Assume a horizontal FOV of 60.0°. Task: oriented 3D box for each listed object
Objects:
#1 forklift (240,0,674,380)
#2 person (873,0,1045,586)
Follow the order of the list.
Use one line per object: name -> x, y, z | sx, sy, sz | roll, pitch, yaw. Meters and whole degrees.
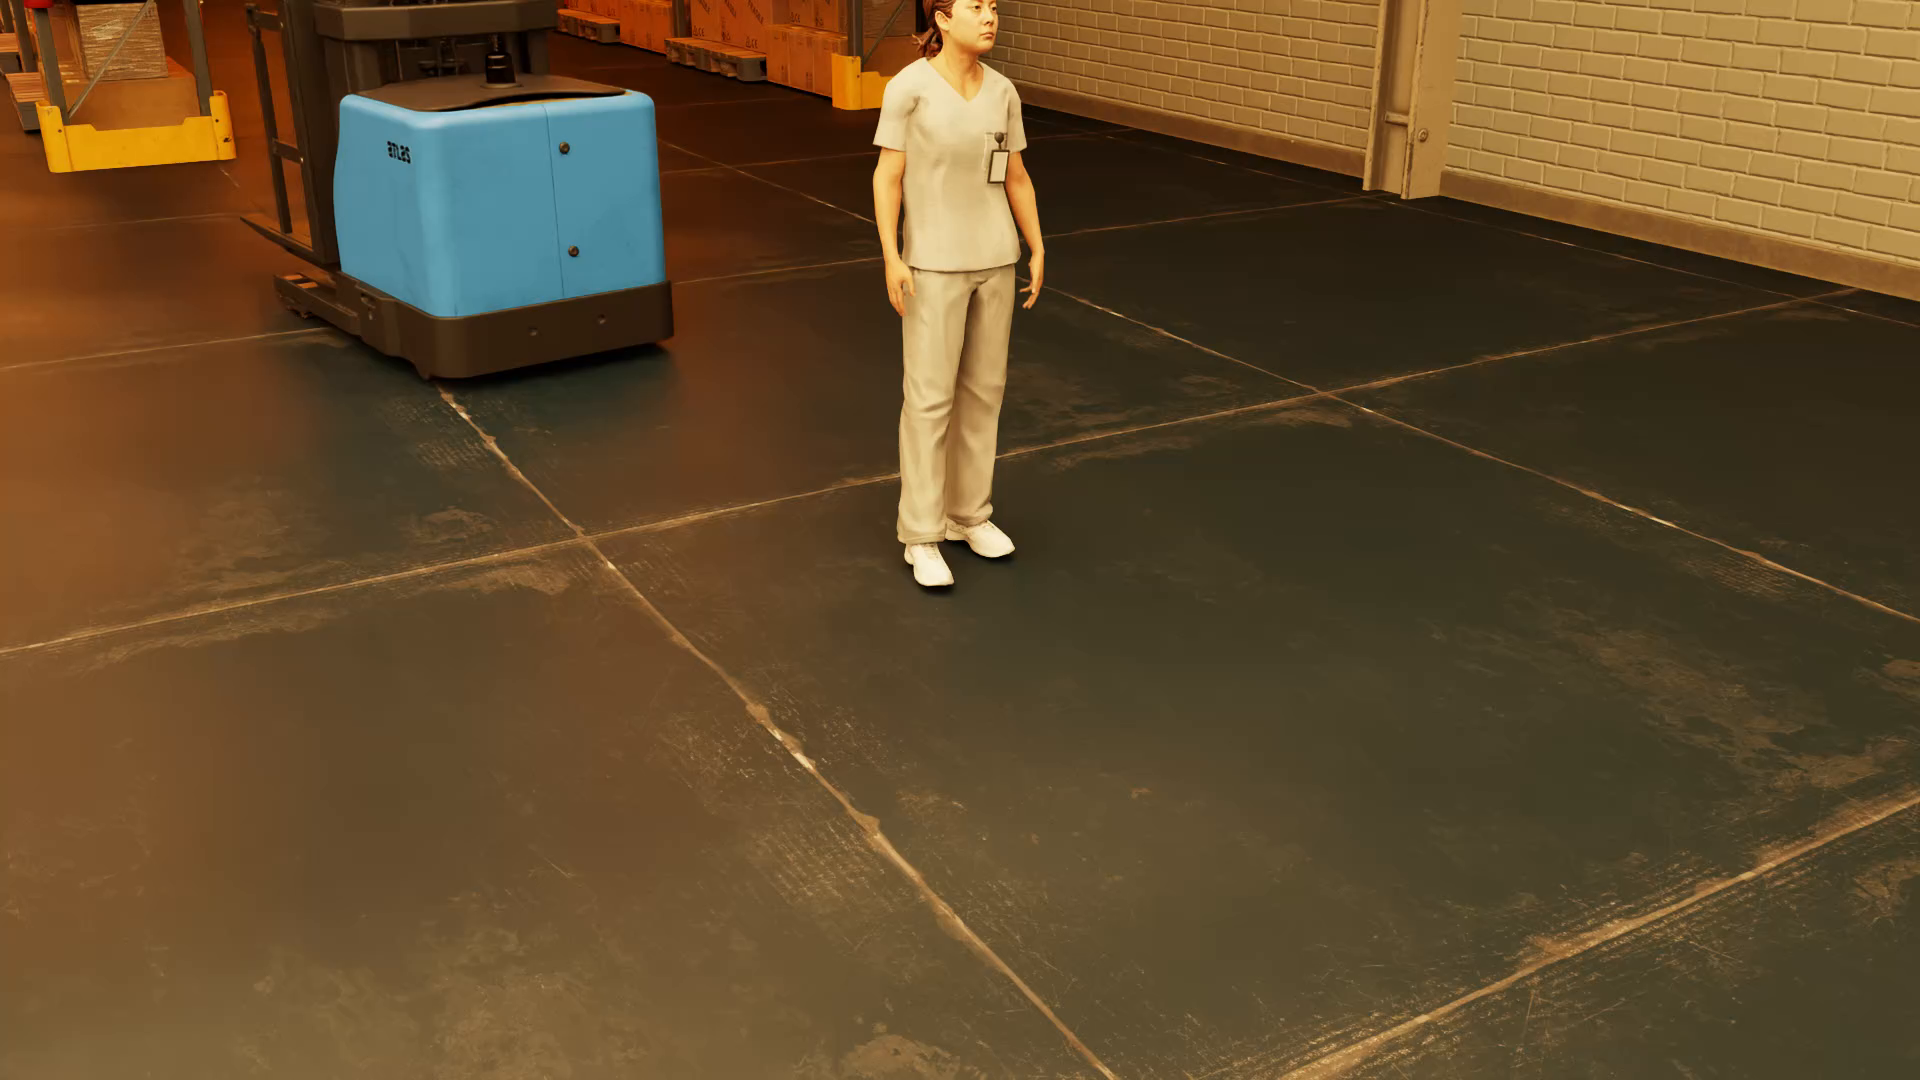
forklift -> -2.534, -2.473, 7.300 | 1.130, 2.935, 3.031 | -17, 28, -36
person -> 0.025, -0.755, 4.748 | 0.549, 1.675, 0.549 | -12, 25, -28
